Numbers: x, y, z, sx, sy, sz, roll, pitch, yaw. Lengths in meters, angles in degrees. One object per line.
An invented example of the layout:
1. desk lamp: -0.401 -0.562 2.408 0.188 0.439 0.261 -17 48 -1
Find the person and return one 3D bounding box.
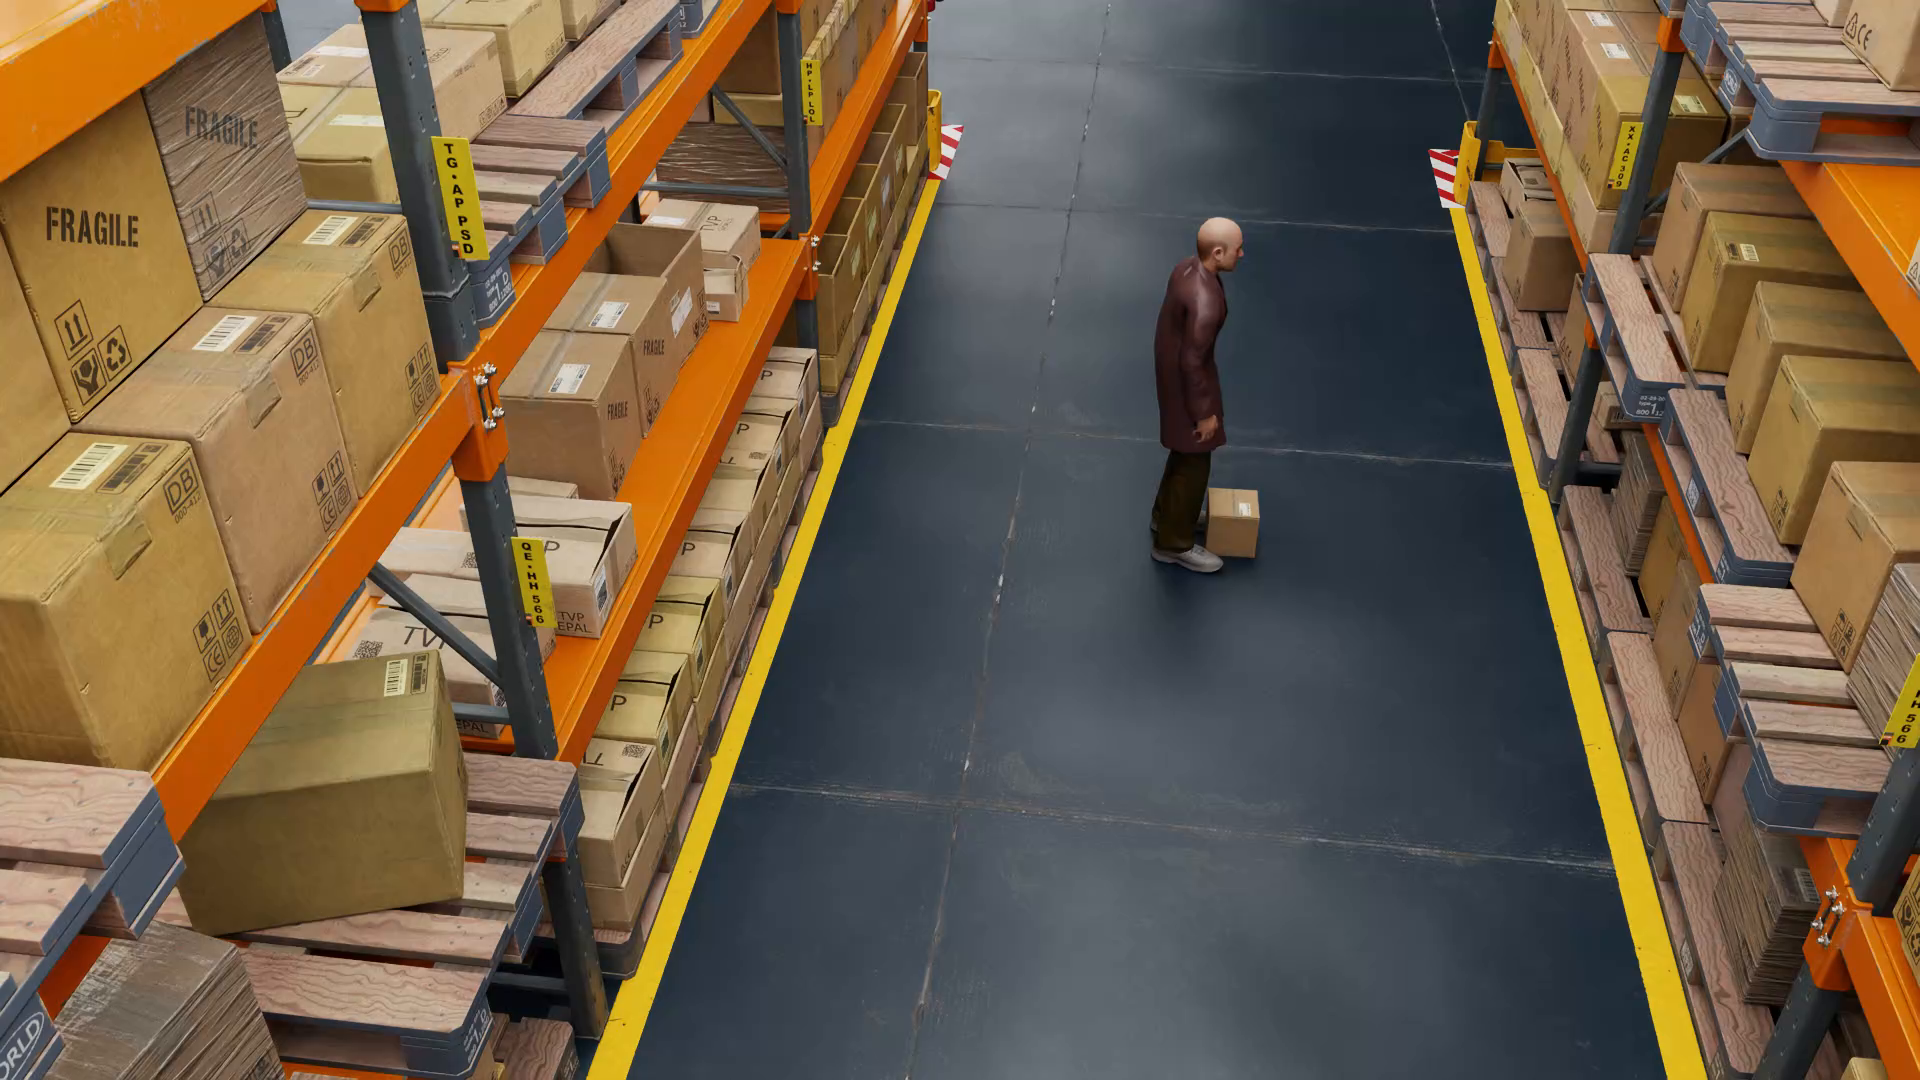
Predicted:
1. person: 1.142 -0.684 8.107 0.424 1.658 0.653 2 36 3
